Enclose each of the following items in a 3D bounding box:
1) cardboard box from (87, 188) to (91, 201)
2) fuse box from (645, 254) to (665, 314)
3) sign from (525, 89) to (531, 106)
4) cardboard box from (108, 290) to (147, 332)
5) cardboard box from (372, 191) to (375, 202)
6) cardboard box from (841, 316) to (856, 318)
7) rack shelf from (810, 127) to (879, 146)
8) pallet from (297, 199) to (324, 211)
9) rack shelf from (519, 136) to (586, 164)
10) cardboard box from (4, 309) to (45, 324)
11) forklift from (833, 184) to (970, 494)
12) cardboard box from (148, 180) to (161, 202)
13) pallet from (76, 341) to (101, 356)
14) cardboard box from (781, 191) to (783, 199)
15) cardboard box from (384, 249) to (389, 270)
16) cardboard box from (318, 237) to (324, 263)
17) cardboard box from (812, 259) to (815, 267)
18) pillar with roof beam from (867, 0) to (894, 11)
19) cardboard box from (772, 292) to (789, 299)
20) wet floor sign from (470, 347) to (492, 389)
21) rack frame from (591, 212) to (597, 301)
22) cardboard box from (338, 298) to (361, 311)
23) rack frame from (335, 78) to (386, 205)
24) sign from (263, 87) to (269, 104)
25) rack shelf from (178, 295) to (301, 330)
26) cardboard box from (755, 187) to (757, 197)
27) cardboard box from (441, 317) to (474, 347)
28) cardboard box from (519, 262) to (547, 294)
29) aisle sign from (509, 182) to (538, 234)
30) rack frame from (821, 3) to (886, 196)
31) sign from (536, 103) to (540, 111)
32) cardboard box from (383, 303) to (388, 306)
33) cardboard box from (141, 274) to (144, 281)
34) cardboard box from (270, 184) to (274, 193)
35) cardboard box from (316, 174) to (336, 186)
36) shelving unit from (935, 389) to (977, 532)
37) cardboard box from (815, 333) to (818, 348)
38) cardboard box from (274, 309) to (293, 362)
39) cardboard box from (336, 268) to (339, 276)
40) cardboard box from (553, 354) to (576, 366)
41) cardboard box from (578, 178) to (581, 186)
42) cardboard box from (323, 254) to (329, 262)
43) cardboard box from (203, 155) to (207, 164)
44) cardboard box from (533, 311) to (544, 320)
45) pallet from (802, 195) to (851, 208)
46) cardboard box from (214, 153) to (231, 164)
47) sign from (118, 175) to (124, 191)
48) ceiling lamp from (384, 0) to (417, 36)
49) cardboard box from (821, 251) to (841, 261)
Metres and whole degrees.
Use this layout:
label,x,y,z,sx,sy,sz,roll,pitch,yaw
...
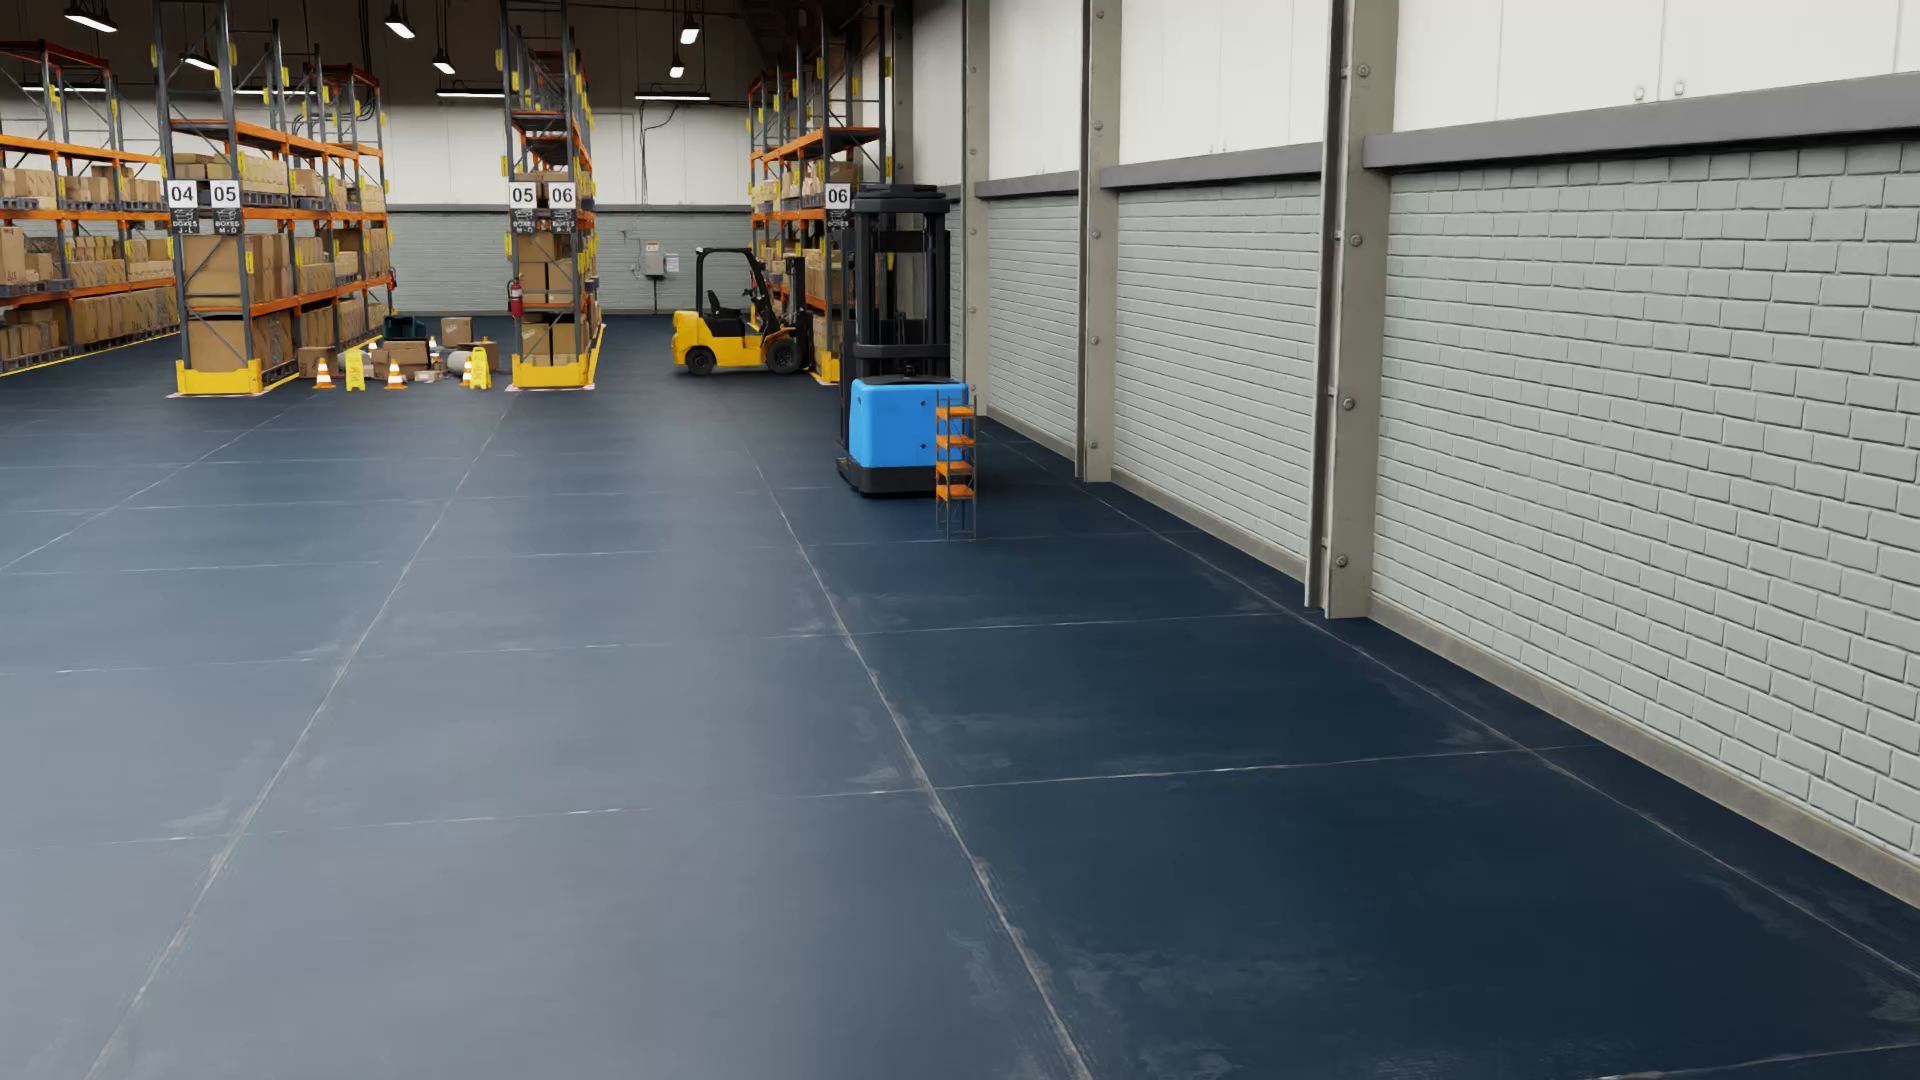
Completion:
label,x,y,z,sx,sy,sz,roll,pitch,yaw
cardboard box,-18.508,-7.229,34.746,0.500,0.311,0.500,-3,11,-13
fuse box,-8.721,-7.341,47.690,0.539,1.711,0.414,-2,11,-11
sign,-8.678,-8.887,33.398,0.100,0.325,0.005,-2,11,-11
cardboard box,-18.683,-5.084,36.943,0.875,0.875,0.875,-2,11,-11
cardboard box,-13.903,-7.982,38.653,0.500,0.250,0.500,-3,11,-13
cardboard box,-1.806,-3.763,29.002,0.500,0.250,0.500,-2,11,-11
rack shelf,-2.099,-6.998,28.867,0.919,0.124,3.809,-2,11,-11
pallet,-12.573,-6.285,31.178,1.003,0.211,1.213,-2,11,-8
rack shelf,-7.746,-7.454,31.787,1.077,0.370,4.000,-2,11,-11
cardboard box,-17.582,-4.201,31.251,0.500,0.250,0.500,-1,11,-5
forklift,-0.687,-2.106,16.924,1.130,2.935,3.031,-2,11,-11
cardboard box,-19.258,-8.215,39.157,0.700,0.500,0.500,-3,11,-14
pallet,-17.935,-3.841,33.312,1.003,0.211,1.213,-2,11,-11
cardboard box,-3.496,-7.144,34.422,0.380,0.166,0.250,-2,11,-11
cardboard box,-14.186,-6.815,40.416,0.500,0.500,0.500,-2,11,-10
cardboard box,-12.893,-5.683,32.590,0.700,0.500,0.500,-2,11,-11
cardboard box,-2.403,-4.887,29.347,0.380,0.149,0.250,-2,11,-12
pillar with roof beam,-5.372,-10.035,26.275,8.718,2.987,0.548,-2,11,-11
cardboard box,-4.138,-5.660,38.446,0.380,0.149,0.250,-3,11,-14
wet floor sign,-7.591,-2.726,26.295,0.267,0.644,0.232,2,11,9
rack frame,-9.690,-6.891,41.880,1.000,3.000,0.127,-2,11,-11
cardboard box,-13.269,-5.084,35.939,0.500,0.250,0.500,-2,11,-8
rack frame,-14.526,-9.640,40.276,1.000,3.000,0.127,-2,11,-11
sign,-13.501,-8.649,32.359,0.100,0.325,0.005,-2,11,-11
rack shelf,-11.803,-3.772,27.413,1.077,0.370,4.000,-2,11,-11
cardboard box,-4.791,-8.588,41.040,0.500,0.250,0.500,-2,11,-12
cardboard box,-9.097,-3.764,30.110,0.500,0.500,0.500,-2,11,-11
cardboard box,-6.954,-4.241,26.895,0.500,0.500,0.500,-2,11,-12
aisle sign,-6.851,-5.212,26.104,0.394,0.787,0.004,-2,11,-11
rack frame,-1.710,-7.085,26.853,1.000,3.000,0.127,-2,11,-11
sign,-9.462,-9.626,37.280,0.100,0.325,0.005,-2,11,-11
cardboard box,-14.175,-5.703,40.547,0.380,0.149,0.250,-2,11,-10
cardboard box,-18.520,-5.885,37.264,0.380,0.149,0.250,-2,11,-13
cardboard box,-11.559,-5.809,27.451,0.380,0.149,0.250,-2,11,-12
cardboard box,-12.967,-7.348,33.944,0.396,0.266,0.258,-2,11,-11
shelving unit,-0.033,-0.621,13.749,0.258,1.200,0.492,-2,11,-11
cardboard box,-2.199,-3.409,28.480,0.500,0.250,0.500,-2,11,-12
cardboard box,-12.139,-3.536,28.813,0.875,0.875,0.875,-2,11,-10
cardboard box,-12.964,-5.496,34.100,0.380,0.149,0.250,-2,11,-8
cardboard box,-10.047,-4.446,32.620,5.372,1.239,12.323,-2,11,-11
cardboard box,-6.813,-6.243,28.993,0.380,0.149,0.250,-2,11,-9
cardboard box,-12.871,-5.693,33.543,0.380,0.149,0.250,-2,11,-11
cardboard box,-11.910,-5.898,25.786,0.380,0.149,0.250,-2,11,-10
cardboard box,-7.173,-3.748,27.855,0.380,0.149,0.250,-2,11,-10
pallet,-2.297,-6.146,30.179,1.003,0.211,1.213,-2,11,-11
cardboard box,-11.167,-5.828,25.421,0.380,0.149,0.250,-2,11,-10
sign,-18.103,-7.701,35.887,0.100,0.325,0.005,-2,11,-11
ceiling lamp,-9.473,-10.421,28.659,0.800,3.144,2.000,-2,11,-11
cardboard box,-2.143,-4.801,28.100,0.380,0.149,0.250,-2,11,-10
